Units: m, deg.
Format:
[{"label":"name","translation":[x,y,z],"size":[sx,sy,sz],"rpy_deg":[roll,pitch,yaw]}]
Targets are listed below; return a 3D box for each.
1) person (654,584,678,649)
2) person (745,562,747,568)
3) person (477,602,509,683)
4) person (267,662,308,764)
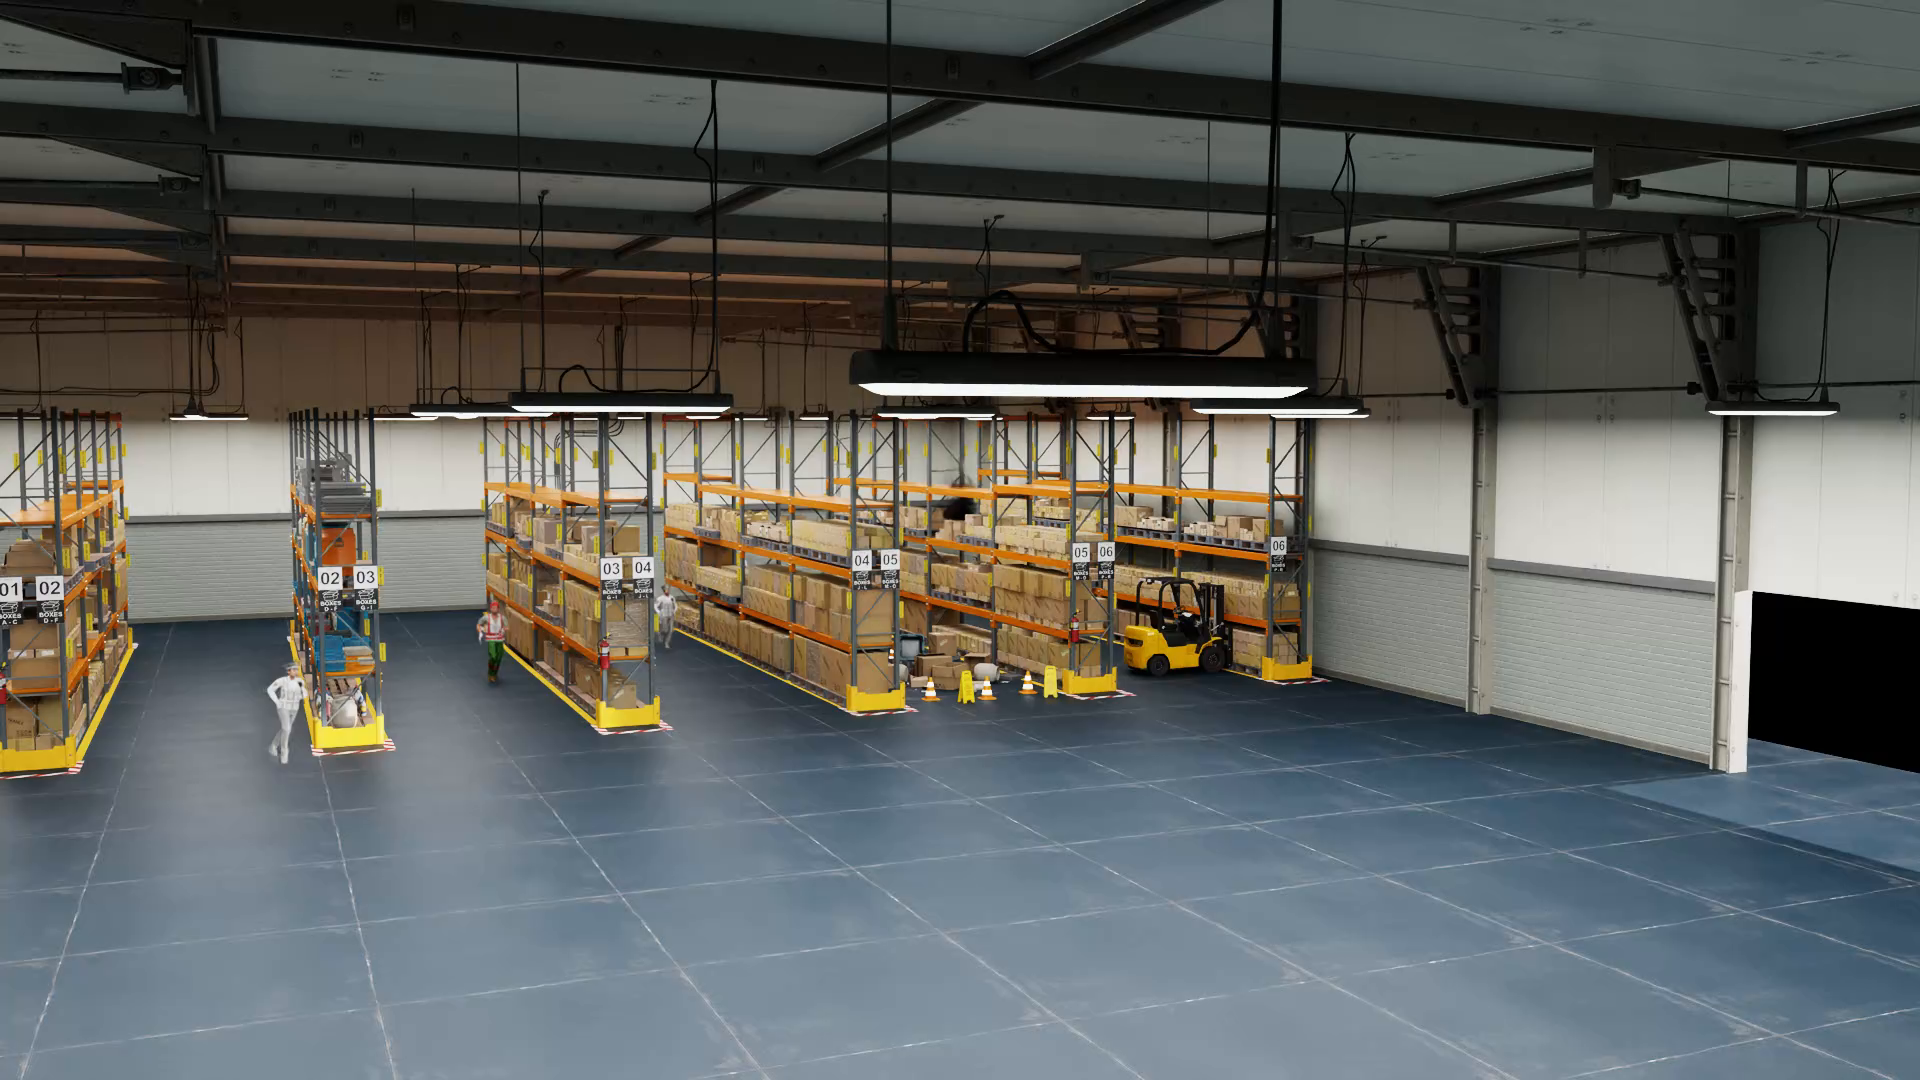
[{"label":"person","translation":[-7.445,1.946,42.257],"size":[0.614,1.643,0.552],"rpy_deg":[-2,5,-28]},{"label":"person","translation":[-6.241,1.481,48.147],"size":[0.679,1.751,0.615],"rpy_deg":[-2,4,-23]},{"label":"person","translation":[-10.270,2.256,36.725],"size":[0.640,1.785,0.700],"rpy_deg":[-3,5,-34]},{"label":"person","translation":[-11.474,2.925,28.397],"size":[0.753,1.715,0.636],"rpy_deg":[3,5,38]}]
